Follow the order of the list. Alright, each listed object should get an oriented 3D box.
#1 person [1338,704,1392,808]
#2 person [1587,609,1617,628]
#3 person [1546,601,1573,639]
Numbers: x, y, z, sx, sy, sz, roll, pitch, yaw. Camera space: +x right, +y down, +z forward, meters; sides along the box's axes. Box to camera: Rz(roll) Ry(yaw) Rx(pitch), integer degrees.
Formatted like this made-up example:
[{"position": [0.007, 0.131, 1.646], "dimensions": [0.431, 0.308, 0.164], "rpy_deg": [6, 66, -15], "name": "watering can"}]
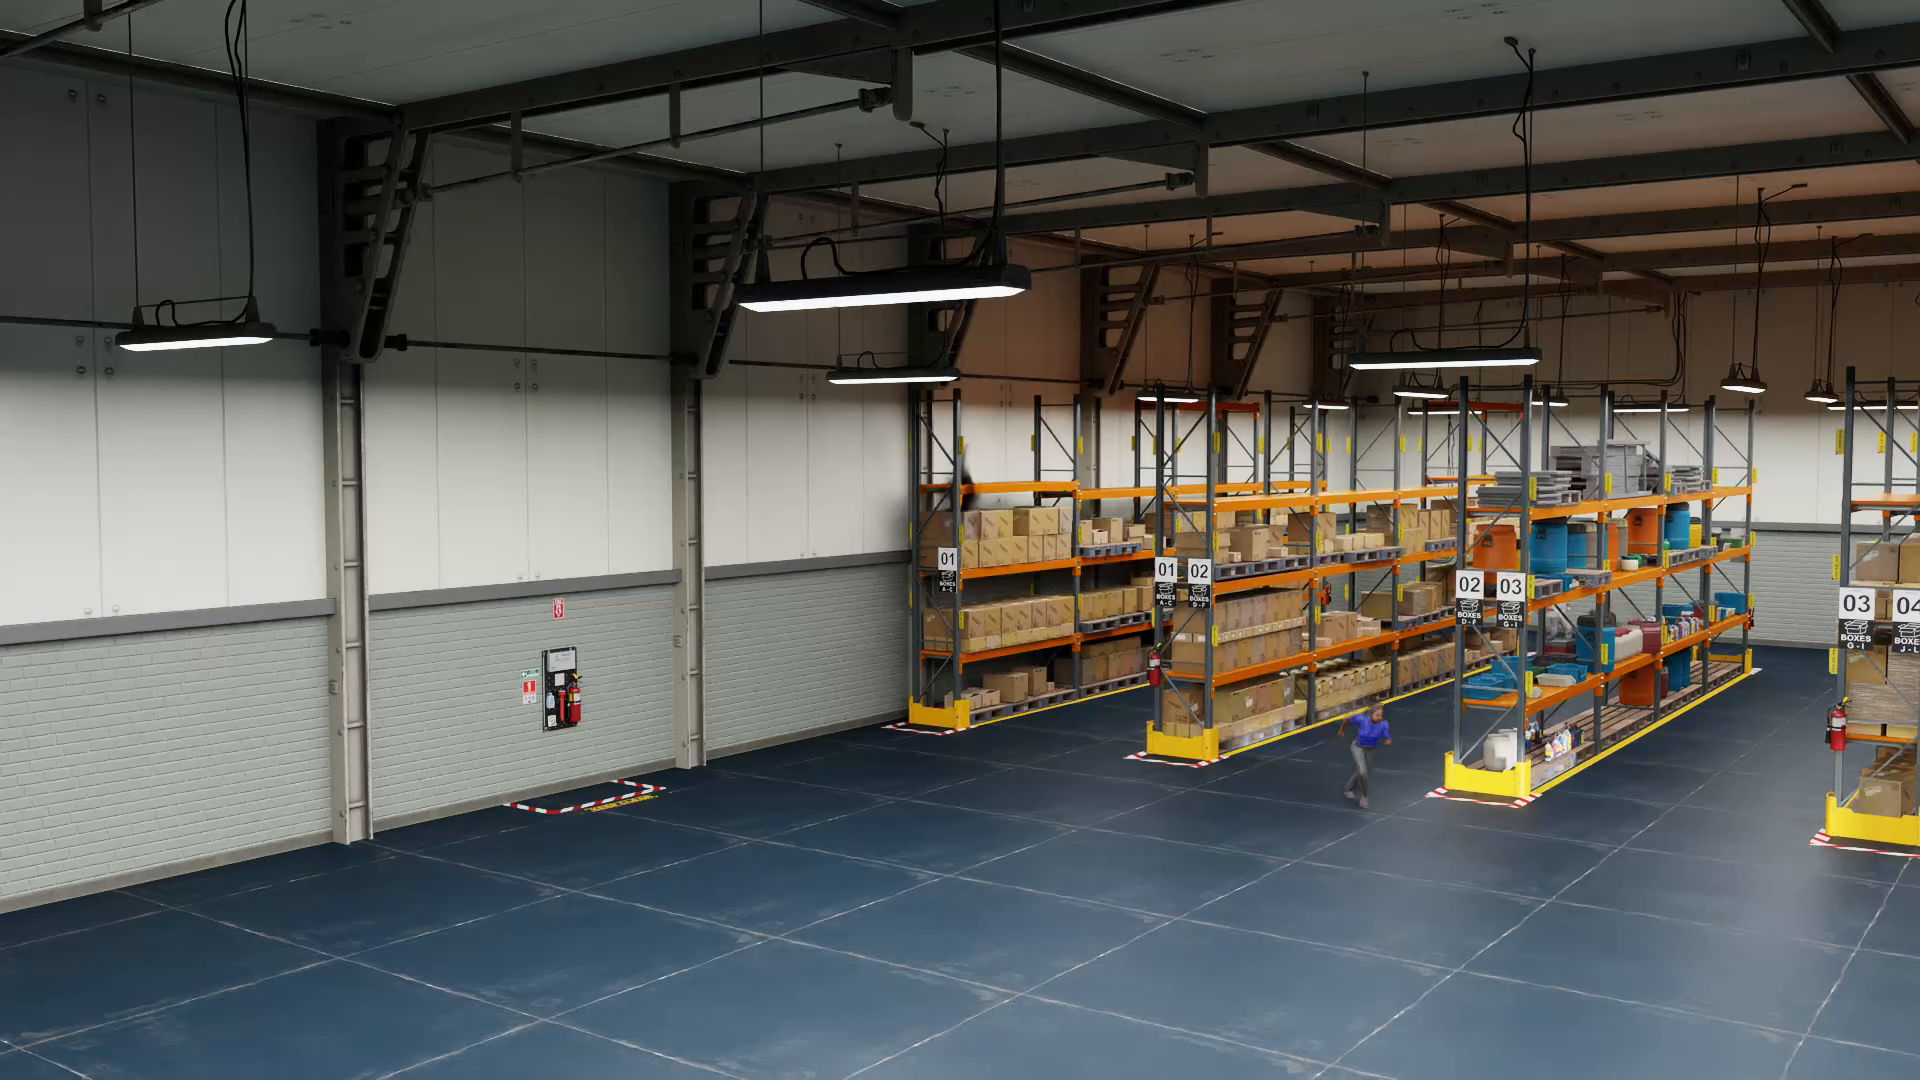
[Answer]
[{"position": [5.615, 2.947, 23.033], "dimensions": [0.590, 1.456, 1.075], "rpy_deg": [0, 3, -7], "name": "person"}, {"position": [13.573, 2.104, 35.297], "dimensions": [0.672, 1.752, 0.717], "rpy_deg": [2, 4, 29], "name": "person"}, {"position": [14.202, 1.870, 39.476], "dimensions": [0.693, 1.819, 0.842], "rpy_deg": [0, 3, -7], "name": "person"}]
